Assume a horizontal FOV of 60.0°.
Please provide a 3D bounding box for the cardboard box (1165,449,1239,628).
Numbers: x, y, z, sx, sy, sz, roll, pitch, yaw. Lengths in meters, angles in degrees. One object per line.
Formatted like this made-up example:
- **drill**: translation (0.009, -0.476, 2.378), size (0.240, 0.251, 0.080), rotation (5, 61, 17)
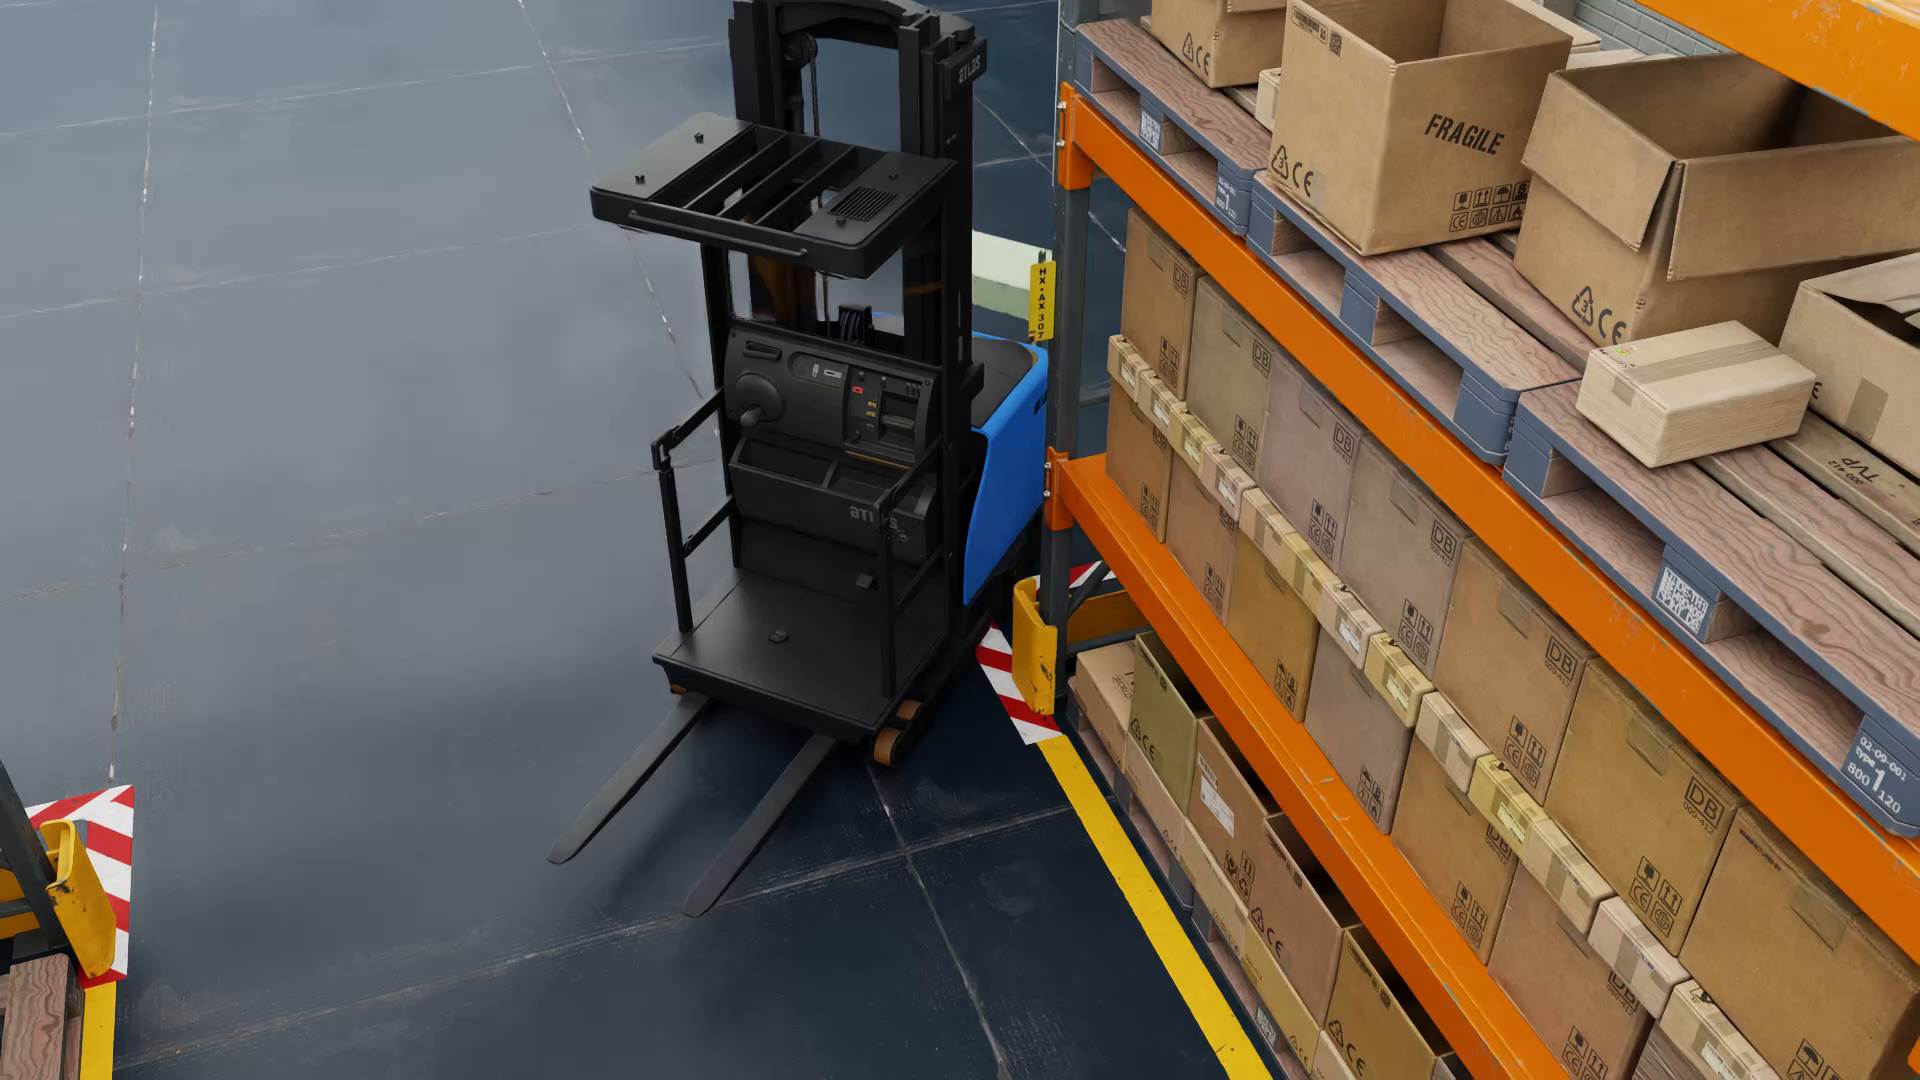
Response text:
- **cardboard box**: translation (1.163, -0.100, 5.867), size (0.700, 0.500, 0.500), rotation (-11, 38, -15)

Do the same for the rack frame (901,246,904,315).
- **rack frame**: translation (-0.172, -1.024, 8.423), size (0.023, 1.500, 0.400), rotation (19, 41, 23)

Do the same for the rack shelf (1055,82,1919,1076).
- **rack shelf**: translation (1.518, -0.403, 4.458), size (1.077, 0.370, 4.000), rotation (-12, 39, -16)

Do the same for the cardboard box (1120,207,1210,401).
- **cardboard box**: translation (0.996, -0.884, 5.830), size (0.700, 0.500, 0.500), rotation (-12, 39, -16)

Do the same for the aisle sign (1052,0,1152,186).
- **aisle sign**: translation (0.519, -1.635, 5.827), size (0.394, 0.787, 0.004), rotation (-12, 39, -16)

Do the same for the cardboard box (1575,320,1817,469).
- **cardboard box**: translation (1.534, -0.309, 3.478), size (0.380, 0.149, 0.250), rotation (-12, 39, -16)

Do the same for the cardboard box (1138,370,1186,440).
- **cardboard box**: translation (0.856, -0.507, 5.868), size (0.380, 0.149, 0.250), rotation (-13, 39, -17)

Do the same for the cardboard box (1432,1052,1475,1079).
- **cardboard box**: translation (1.680, 1.767, 4.785), size (0.500, 0.500, 0.500), rotation (-12, 39, -16)

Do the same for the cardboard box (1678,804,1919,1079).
- **cardboard box**: translation (2.047, 0.830, 3.554), size (0.700, 0.500, 0.500), rotation (-12, 39, -16)

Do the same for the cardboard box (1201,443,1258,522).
- **cardboard box**: translation (1.025, -0.222, 5.490), size (0.380, 0.149, 0.250), rotation (-13, 39, -17)

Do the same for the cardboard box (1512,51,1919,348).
- **cardboard box**: translation (1.758, -0.782, 3.811), size (0.797, 0.503, 0.637), rotation (-8, 38, -11)

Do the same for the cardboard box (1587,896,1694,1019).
- **cardboard box**: translation (1.736, 0.941, 3.945), size (0.380, 0.149, 0.250), rotation (-14, 39, -17)

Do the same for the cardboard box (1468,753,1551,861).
- **cardboard box**: translation (1.563, 0.654, 4.327), size (0.380, 0.149, 0.250), rotation (-13, 39, -16)

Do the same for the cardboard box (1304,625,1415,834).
- **cardboard box**: translation (1.514, 0.478, 5.100), size (0.700, 0.500, 0.500), rotation (-11, 38, -15)

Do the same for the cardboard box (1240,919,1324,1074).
- **cardboard box**: translation (1.320, 1.505, 5.756), size (0.500, 0.250, 0.500), rotation (-12, 39, -16)

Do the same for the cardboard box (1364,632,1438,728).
- **cardboard box**: translation (1.382, 0.362, 4.715), size (0.380, 0.149, 0.250), rotation (-11, 38, -14)

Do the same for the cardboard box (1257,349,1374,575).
- **cardboard box**: translation (1.357, -0.304, 5.059), size (0.700, 0.500, 0.500), rotation (-12, 39, -16)

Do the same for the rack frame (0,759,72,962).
- **rack frame**: translation (-3.823, 0.401, 5.285), size (1.000, 3.000, 0.127), rotation (-12, 39, -16)

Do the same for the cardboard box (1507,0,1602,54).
- **cardboard box**: translation (1.473, -1.388, 4.827), size (0.500, 0.250, 0.500), rotation (-12, 39, -16)

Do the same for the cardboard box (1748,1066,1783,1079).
- **cardboard box**: translation (1.911, 1.229, 3.564), size (0.380, 0.149, 0.250), rotation (-12, 39, -16)

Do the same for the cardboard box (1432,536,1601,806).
- **cardboard box**: translation (1.701, 0.261, 4.309), size (0.700, 0.500, 0.500), rotation (-12, 39, -16)

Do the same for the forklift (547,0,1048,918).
- **forklift**: translation (-0.626, -0.515, 6.559), size (1.130, 2.935, 3.031), rotation (16, 40, 20)

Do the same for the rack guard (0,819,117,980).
- **rack guard**: translation (-3.752, 1.433, 5.993), size (1.175, 0.500, 0.348), rotation (-12, 39, -16)

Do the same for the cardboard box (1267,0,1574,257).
- **cardboard box**: translation (1.144, -1.089, 4.222), size (0.500, 0.500, 0.500), rotation (-12, 39, -16)

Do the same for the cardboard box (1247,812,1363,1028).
- **cardboard box**: translation (1.319, 1.206, 5.530), size (0.500, 0.500, 0.500), rotation (-12, 39, -16)

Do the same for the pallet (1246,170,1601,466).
- **pallet**: translation (1.472, -0.690, 4.314), size (1.003, 0.211, 1.213), rotation (-12, 39, -16)

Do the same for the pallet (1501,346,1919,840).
- **pallet**: translation (1.888, -0.002, 3.400), size (1.003, 0.211, 1.213), rotation (-12, 39, -16)

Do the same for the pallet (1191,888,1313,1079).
- **pallet**: translation (1.548, 1.603, 6.007), size (1.003, 0.211, 1.213), rotation (-12, 39, -16)

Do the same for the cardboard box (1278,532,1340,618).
- **cardboard box**: translation (1.207, 0.072, 5.100), size (0.380, 0.149, 0.250), rotation (-13, 39, -17)

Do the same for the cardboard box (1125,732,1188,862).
- **cardboard box**: translation (0.981, 0.939, 6.507), size (0.500, 0.250, 0.500), rotation (-12, 39, -16)

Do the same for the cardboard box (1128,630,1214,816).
- **cardboard box**: translation (0.979, 0.640, 6.281), size (0.500, 0.500, 0.500), rotation (-12, 39, -16)

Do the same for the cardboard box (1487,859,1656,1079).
- **cardboard box**: translation (1.860, 1.051, 4.338), size (0.700, 0.500, 0.500), rotation (-13, 39, -16)

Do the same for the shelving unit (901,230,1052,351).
- **shelving unit**: translation (0.146, -0.915, 8.278), size (0.755, 1.500, 0.431), rotation (19, 41, 23)

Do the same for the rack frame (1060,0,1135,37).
- **rack frame**: translation (0.830, -3.019, 4.839), size (1.000, 3.000, 0.127), rotation (-12, 39, -16)
